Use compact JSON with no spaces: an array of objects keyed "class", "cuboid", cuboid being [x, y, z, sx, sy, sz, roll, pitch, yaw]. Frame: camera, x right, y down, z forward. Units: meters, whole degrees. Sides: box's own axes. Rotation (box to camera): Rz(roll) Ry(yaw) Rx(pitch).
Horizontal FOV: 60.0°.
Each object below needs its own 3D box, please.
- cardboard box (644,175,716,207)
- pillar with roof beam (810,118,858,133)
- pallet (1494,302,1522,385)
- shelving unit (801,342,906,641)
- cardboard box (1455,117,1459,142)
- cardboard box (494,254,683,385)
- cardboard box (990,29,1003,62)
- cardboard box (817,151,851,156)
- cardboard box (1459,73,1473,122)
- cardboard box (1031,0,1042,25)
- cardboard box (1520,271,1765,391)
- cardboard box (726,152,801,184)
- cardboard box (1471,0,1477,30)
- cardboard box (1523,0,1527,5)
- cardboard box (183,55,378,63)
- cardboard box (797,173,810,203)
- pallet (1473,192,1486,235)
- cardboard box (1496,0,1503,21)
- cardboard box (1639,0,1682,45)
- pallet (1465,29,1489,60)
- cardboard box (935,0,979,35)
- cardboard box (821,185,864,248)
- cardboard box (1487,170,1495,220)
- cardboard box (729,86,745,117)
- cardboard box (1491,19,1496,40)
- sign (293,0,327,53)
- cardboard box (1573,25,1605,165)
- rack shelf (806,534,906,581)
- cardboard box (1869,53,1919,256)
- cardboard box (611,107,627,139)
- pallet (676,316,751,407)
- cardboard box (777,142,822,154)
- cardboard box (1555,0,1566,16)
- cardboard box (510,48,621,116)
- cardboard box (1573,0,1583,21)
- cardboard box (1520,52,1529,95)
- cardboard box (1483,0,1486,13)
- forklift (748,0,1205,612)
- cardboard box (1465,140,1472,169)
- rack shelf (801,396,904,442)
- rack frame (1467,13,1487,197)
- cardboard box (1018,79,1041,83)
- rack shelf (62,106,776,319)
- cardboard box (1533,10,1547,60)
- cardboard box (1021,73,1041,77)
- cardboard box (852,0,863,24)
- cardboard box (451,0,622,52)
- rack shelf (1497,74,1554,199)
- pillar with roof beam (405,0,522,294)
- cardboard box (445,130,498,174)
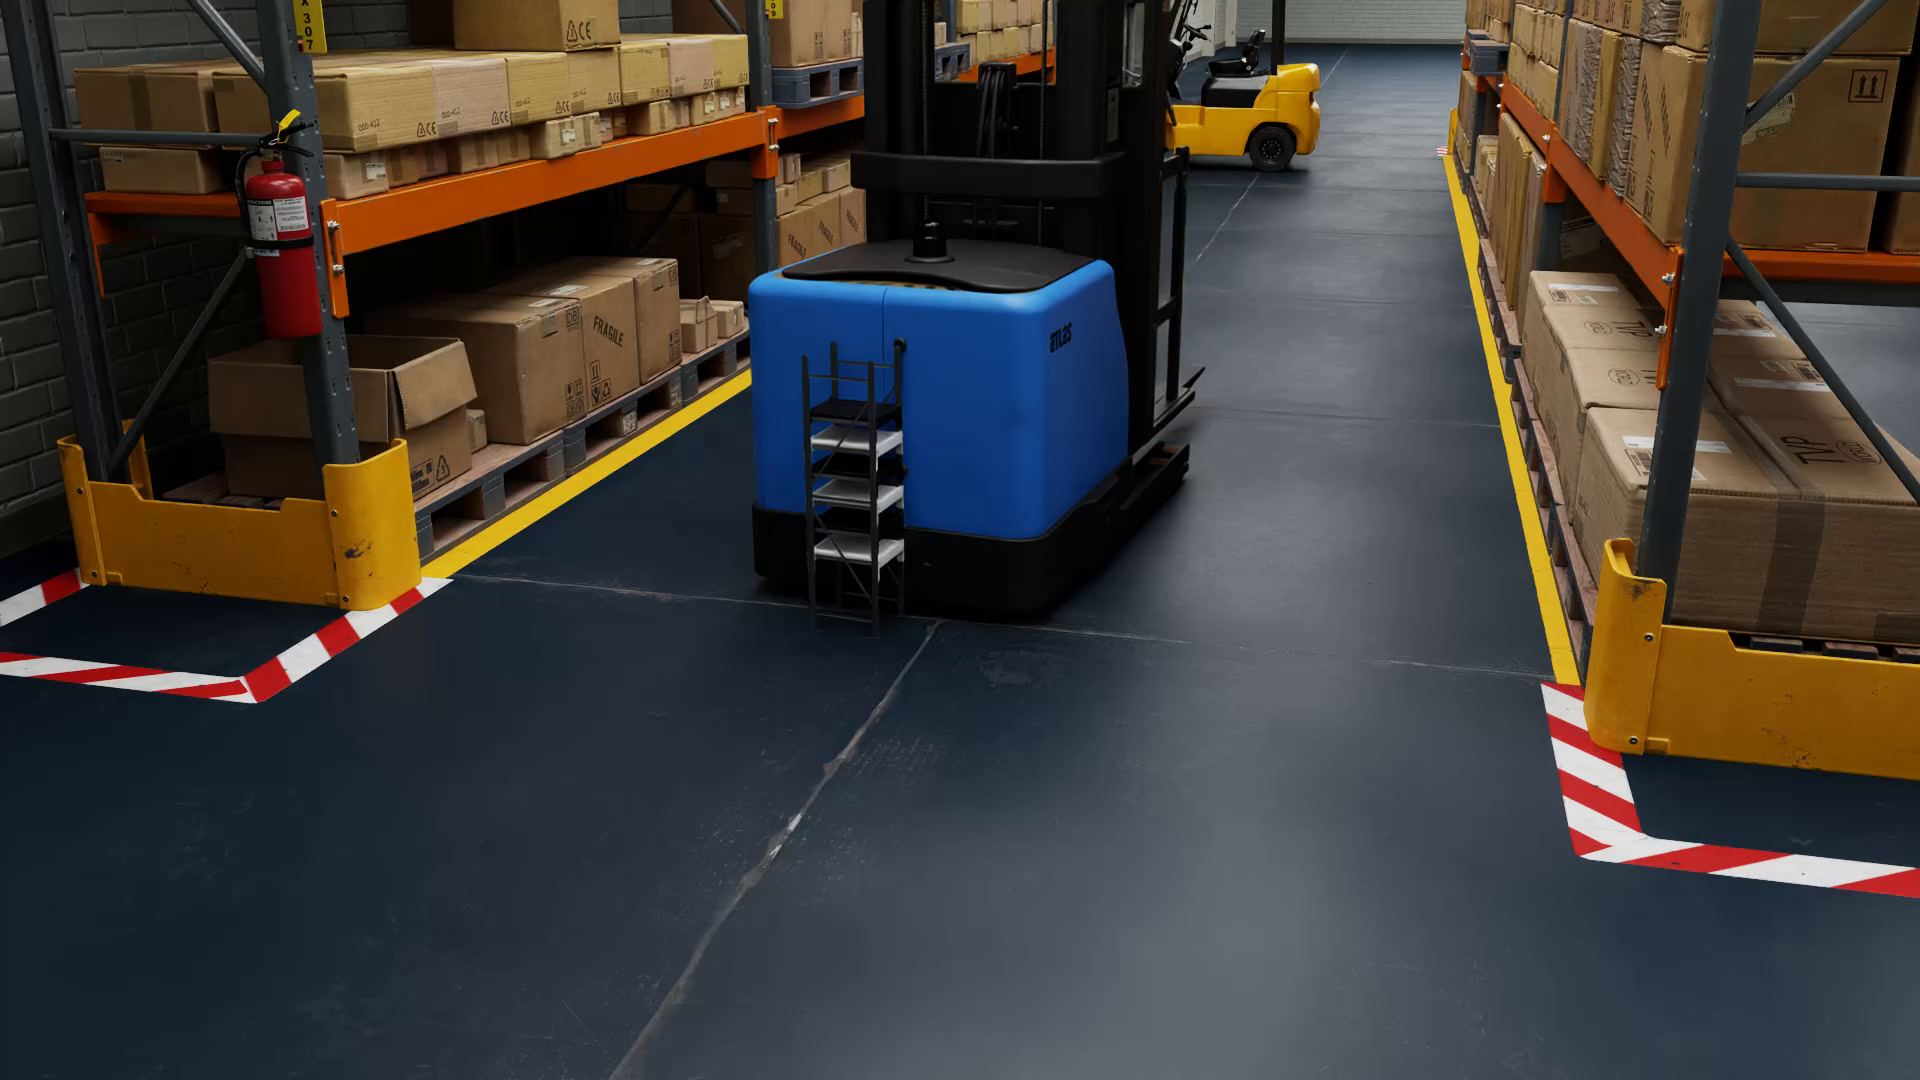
[{"class":"cardboard box","cuboid":[-1.631,-2.053,9.771,0.380,0.149,0.250,5,19,13]},{"class":"pillar with roof beam","cuboid":[3.096,-6.741,12.003,9.100,9.000,0.400,5,19,13]},{"class":"pallet","cuboid":[3.429,-1.046,8.924,1.003,0.211,1.213,5,19,13]},{"class":"shelving unit","cuboid":[-0.332,-0.153,5.244,0.258,0.900,0.210,7,20,20]},{"class":"cardboard box","cuboid":[5.780,-4.546,18.460,0.500,0.250,0.500,4,19,13]},{"class":"cardboard box","cuboid":[-1.736,-1.045,7.825,0.700,0.500,0.500,4,19,11]},{"class":"cardboard box","cuboid":[0.069,-4.131,13.873,0.500,0.250,0.500,4,19,12]},{"class":"cardboard box","cuboid":[-0.750,-2.497,11.072,0.380,0.149,0.250,4,19,11]},{"class":"cardboard box","cuboid":[5.651,-4.729,17.836,0.500,0.500,0.500,4,19,11]},{"class":"cardboard box","cuboid":[0.463,-4.846,15.194,0.500,0.250,0.500,4,19,12]},{"class":"cardboard box","cuboid":[3.056,-0.916,7.543,0.875,0.438,0.875,4,19,13]},{"class":"cardboard box","cuboid":[-1.138,-2.149,9.593,0.380,0.149,0.250,4,19,11]},{"class":"cardboard box","cuboid":[5.498,-5.458,16.913,0.500,0.500,0.500,4,19,12]},{"class":"cardboard box","cuboid":[3.821,-3.601,10.387,0.500,0.500,0.500,5,19,14]},{"class":"cardboard box","cuboid":[-2.496,-1.652,6.154,0.500,0.250,0.500,5,19,14]},{"class":"cardboard box","cuboid":[-1.111,-2.097,9.902,0.380,0.149,0.250,4,19,11]},{"class":"pallet","cuboid":[4.783,-2.678,13.702,1.003,0.211,1.213,5,19,13]},{"class":"cardboard box","cuboid":[4.248,-4.086,12.245,0.500,0.500,0.500,4,19,13]},{"class":"cardboard box","cuboid":[2.322,-1.721,4.884,0.500,0.500,0.500,5,19,14]},{"class":"pallet","cuboid":[4.940,-4.307,14.453,1.003,0.211,1.213,5,19,13]},{"class":"cardboard box","cuboid":[-0.154,-4.046,12.851,0.500,0.250,0.500,5,19,13]},{"class":"cardboard box","cuboid":[-0.918,-1.982,10.568,0.500,0.500,0.500,4,19,12]},{"class":"cardboard box","cuboid":[4.439,-2.503,12.292,0.950,0.372,0.625,3,19,10]},{"class":"cardboard box","cuboid":[-1.334,-2.270,8.582,0.380,0.149,0.250,5,19,14]},{"class":"cardboard box","cuboid":[4.279,-3.911,12.736,0.380,0.149,0.250,5,19,14]},{"class":"sign","cuboid":[-1.952,-1.622,4.957,0.100,0.325,0.005,5,19,13]},{"class":"cardboard box","cuboid":[2.690,-1.726,6.446,0.500,0.500,0.500,5,19,14]},{"class":"rack shelf","cuboid":[-0.332,0.049,5.312,0.258,0.077,0.200,7,20,20]},{"class":"cardboard box","cuboid":[2.732,-1.039,4.436,0.500,0.500,0.500,5,19,13]},{"class":"cardboard box","cuboid":[-1.713,-1.869,7.408,0.380,0.149,0.250,5,19,14]},{"class":"pallet","cuboid":[-1.669,-0.974,8.713,1.003,0.211,1.213,5,19,13]},{"class":"cardboard box","cuboid":[-1.183,-2.703,11.675,0.380,0.149,0.250,4,19,11]},{"class":"cardboard box","cuboid":[3.179,-2.798,8.038,0.500,0.500,0.500,5,20,15]},{"class":"cardboard box","cuboid":[-1.758,-1.925,6.955,0.500,0.250,0.500,4,19,12]},{"class":"cardboard box","cuboid":[2.962,-2.508,7.189,0.500,0.500,0.500,5,19,14]},{"class":"cardboard box","cuboid":[3.685,-2.841,10.097,0.500,0.250,0.500,5,20,15]},{"class":"cardboard box","cuboid":[4.876,-4.888,14.593,0.500,0.500,0.500,5,20,15]},{"class":"forklift","cuboid":[0.305,-1.597,6.329,1.130,2.935,3.031,7,20,20]},{"class":"cardboard box","cuboid":[5.152,-3.730,16.071,0.500,0.250,0.500,6,20,16]},{"class":"rack shelf","cuboid":[-0.332,-0.377,5.167,0.258,0.077,0.200,7,20,20]},{"class":"rack frame","cuboid":[5.268,-4.626,15.089,1.000,3.000,0.127,5,19,13]},{"class":"cardboard box","cuboid":[0.876,-4.514,16.820,0.500,0.250,0.500,4,19,13]},{"class":"rack shelf","cuboid":[-1.989,-1.542,7.173,1.077,0.370,4.000,5,19,13]},{"class":"cardboard box","cuboid":[3.421,-2.761,9.089,0.500,0.250,0.500,5,20,15]},{"class":"cardboard box","cuboid":[0.633,-4.874,17.874,0.500,0.250,0.500,5,19,14]},{"class":"cardboard box","cuboid":[-0.847,-3.297,10.396,0.700,0.500,0.500,5,19,13]},{"class":"cardboard box","cuboid":[-1.740,-2.271,6.807,0.500,0.500,0.500,5,20,15]},{"class":"rack shelf","cuboid":[3.802,-2.405,9.700,1.077,0.370,4.000,5,19,13]},{"class":"pillar with roof beam","cuboid":[1.630,-4.861,6.497,9.100,9.000,0.400,5,19,13]},{"class":"cardboard box","cuboid":[-1.963,-1.461,6.212,0.380,0.149,0.250,5,20,15]}]
